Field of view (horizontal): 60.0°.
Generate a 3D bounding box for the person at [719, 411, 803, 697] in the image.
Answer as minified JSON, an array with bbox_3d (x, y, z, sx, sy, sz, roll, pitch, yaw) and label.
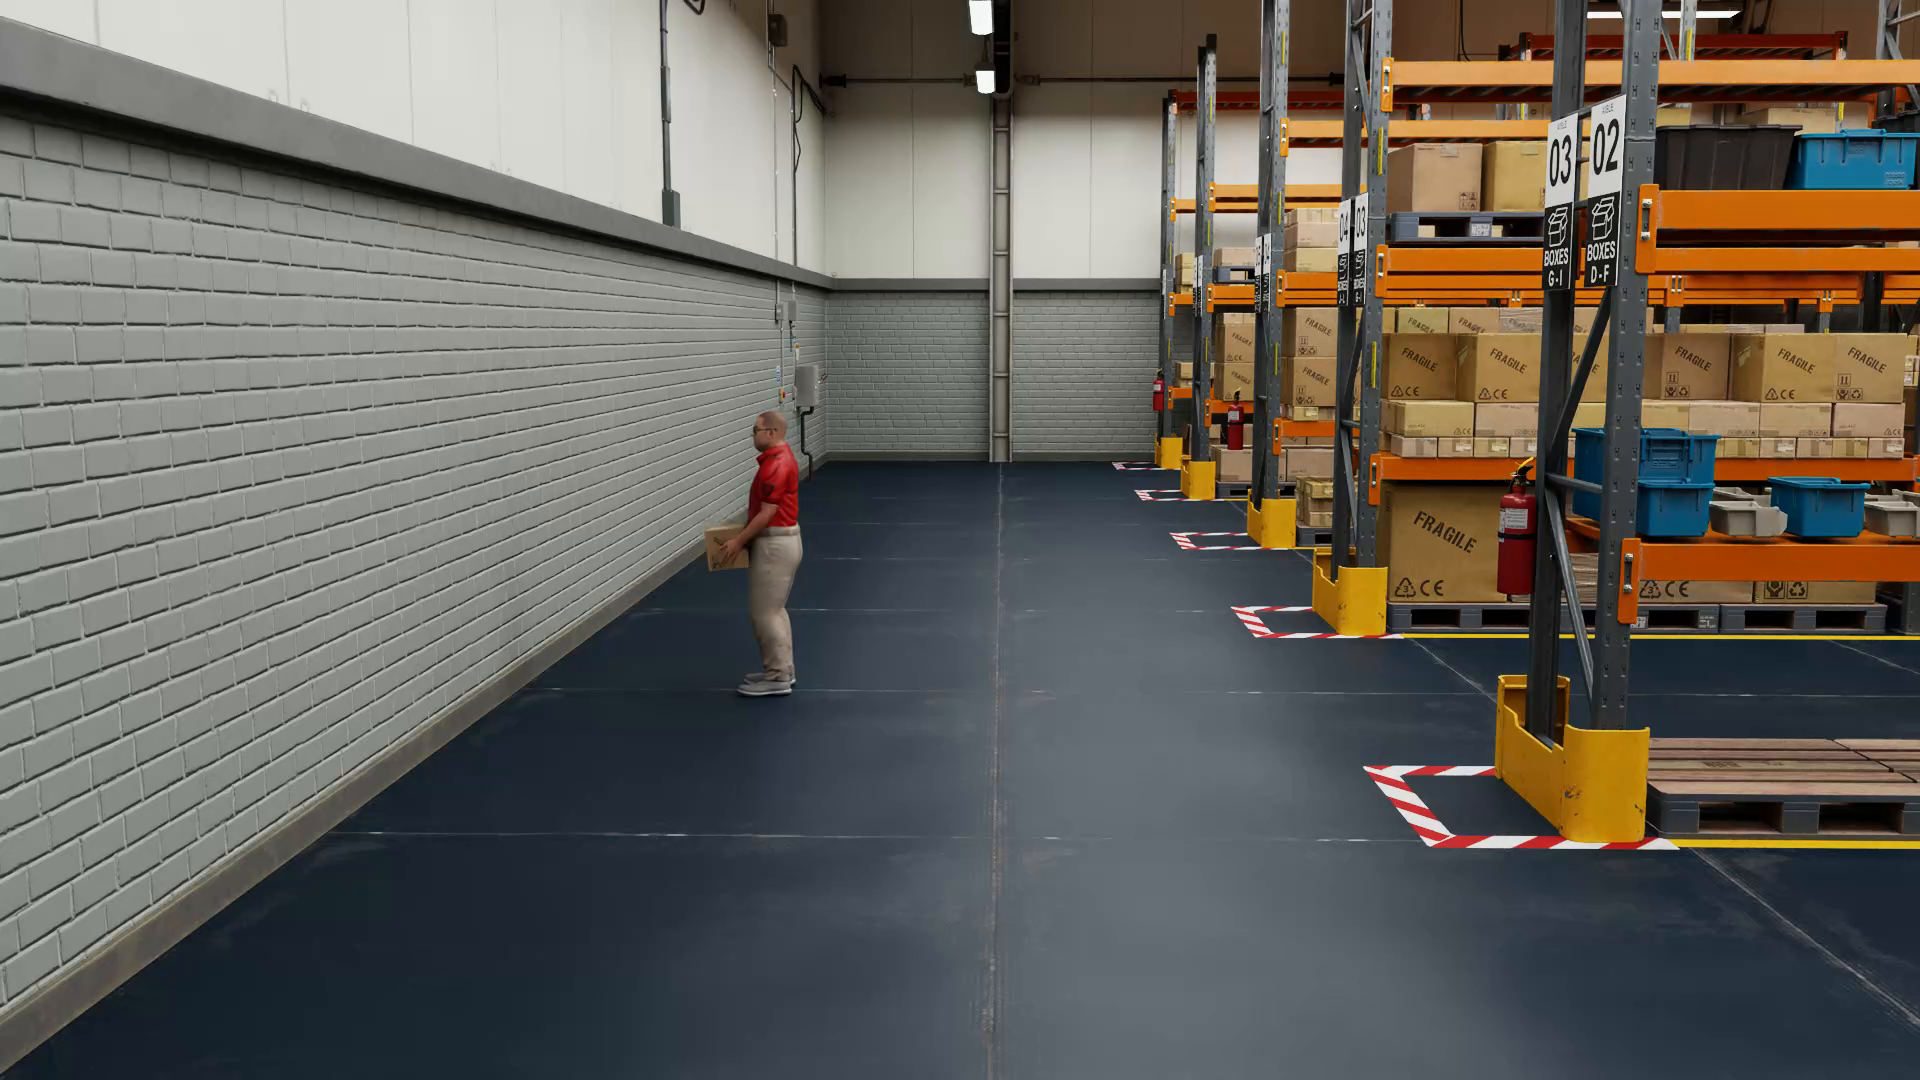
[{"bbox_3d":[-1.216,0.074,10.212,0.482,1.733,0.530,0,7,1],"label":"person"}]
